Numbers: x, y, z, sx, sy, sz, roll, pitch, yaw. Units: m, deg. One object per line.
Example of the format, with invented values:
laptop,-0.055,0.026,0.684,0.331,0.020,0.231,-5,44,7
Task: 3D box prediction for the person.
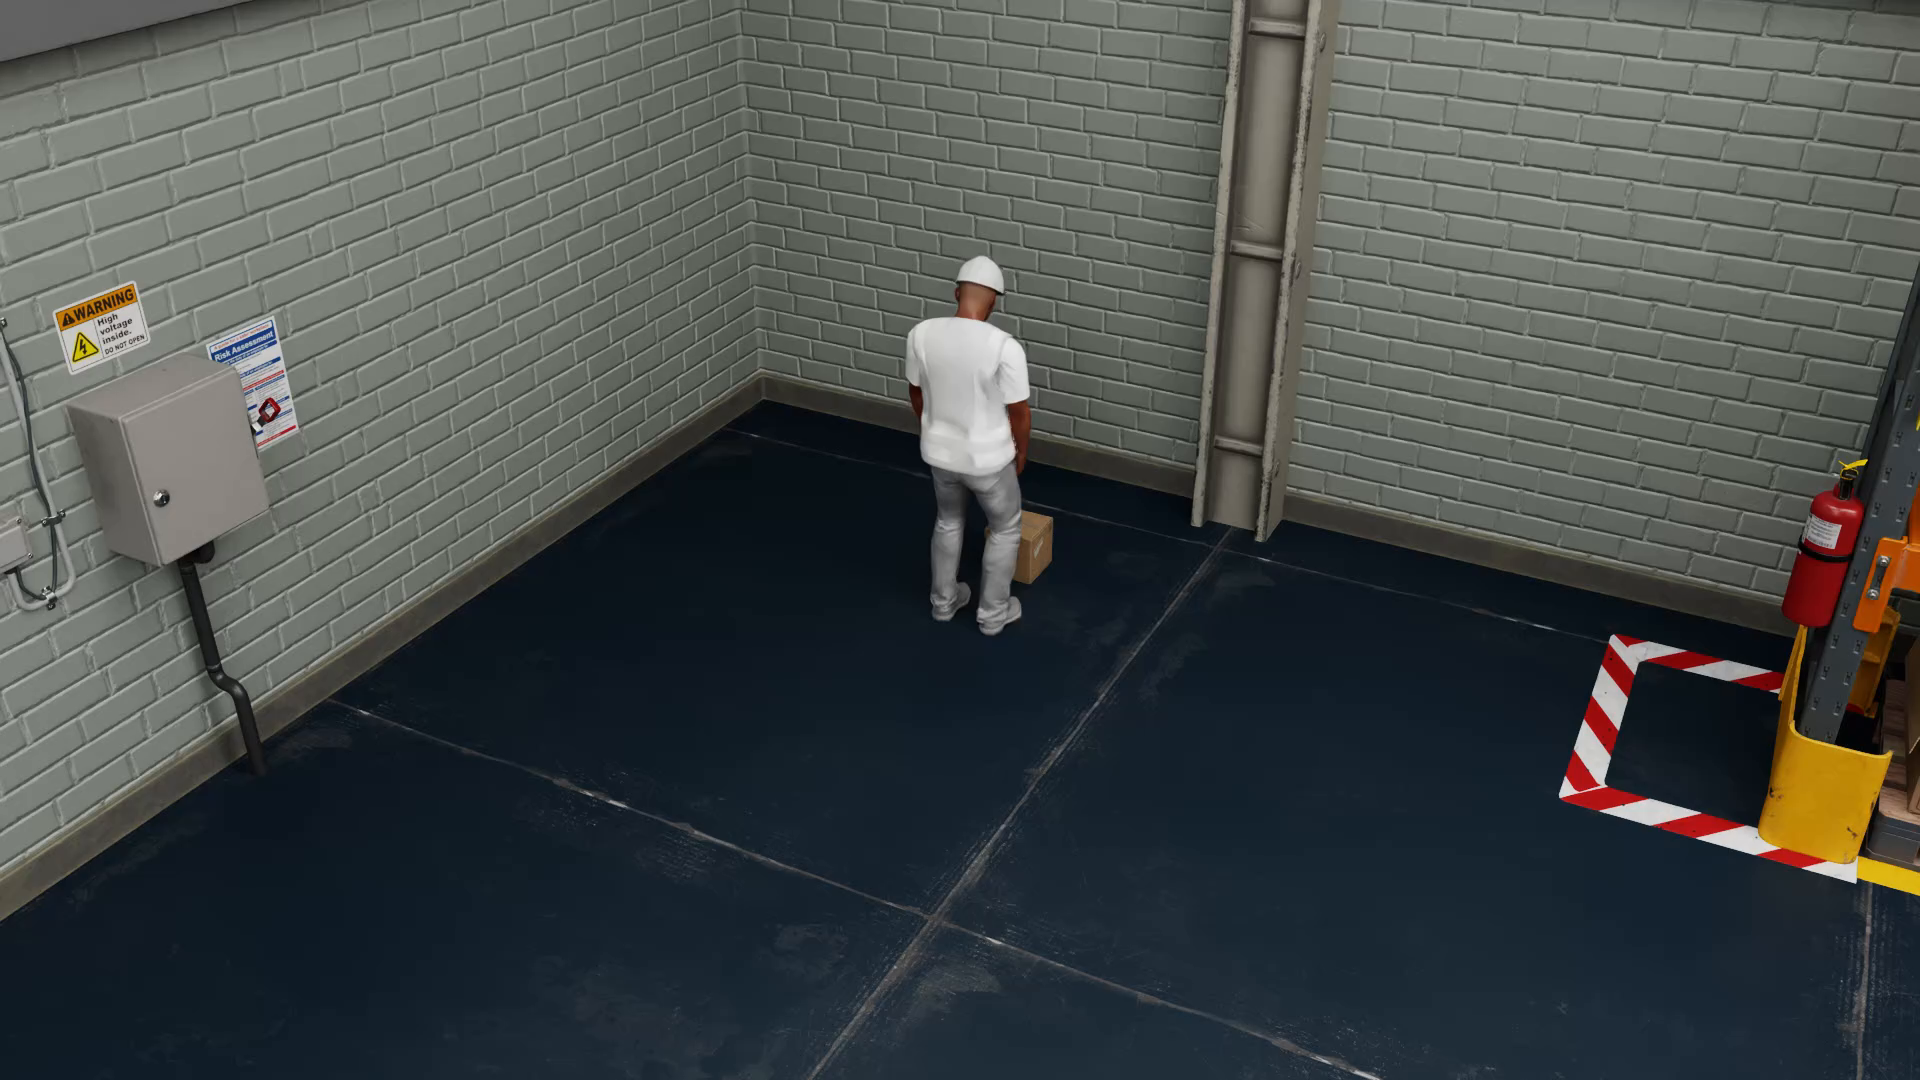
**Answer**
person,0.046,-0.408,7.367,0.591,1.718,0.453,15,33,25
